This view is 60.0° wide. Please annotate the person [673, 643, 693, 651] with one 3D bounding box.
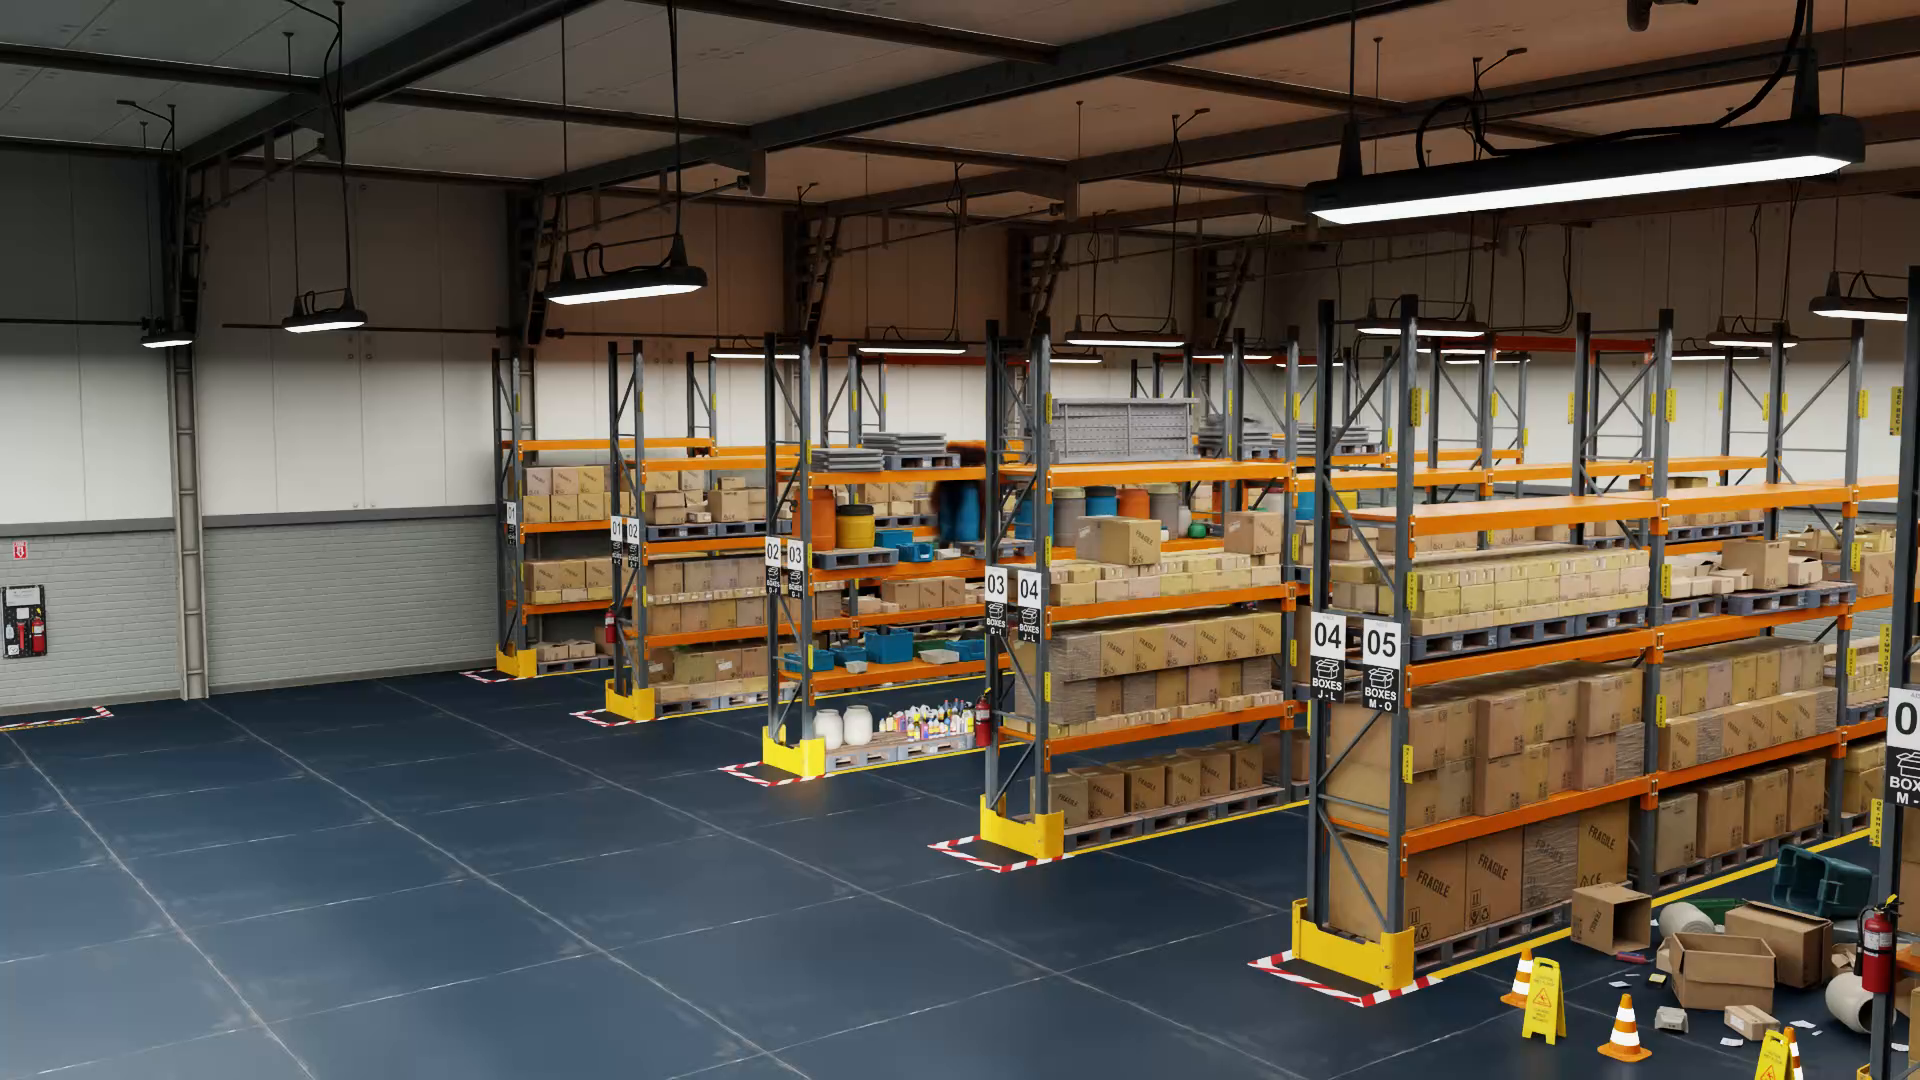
[{"bbox_3d":[-5.019,1.645,29.846,0.467,1.783,0.574,3,6,30],"label":"person"}]
